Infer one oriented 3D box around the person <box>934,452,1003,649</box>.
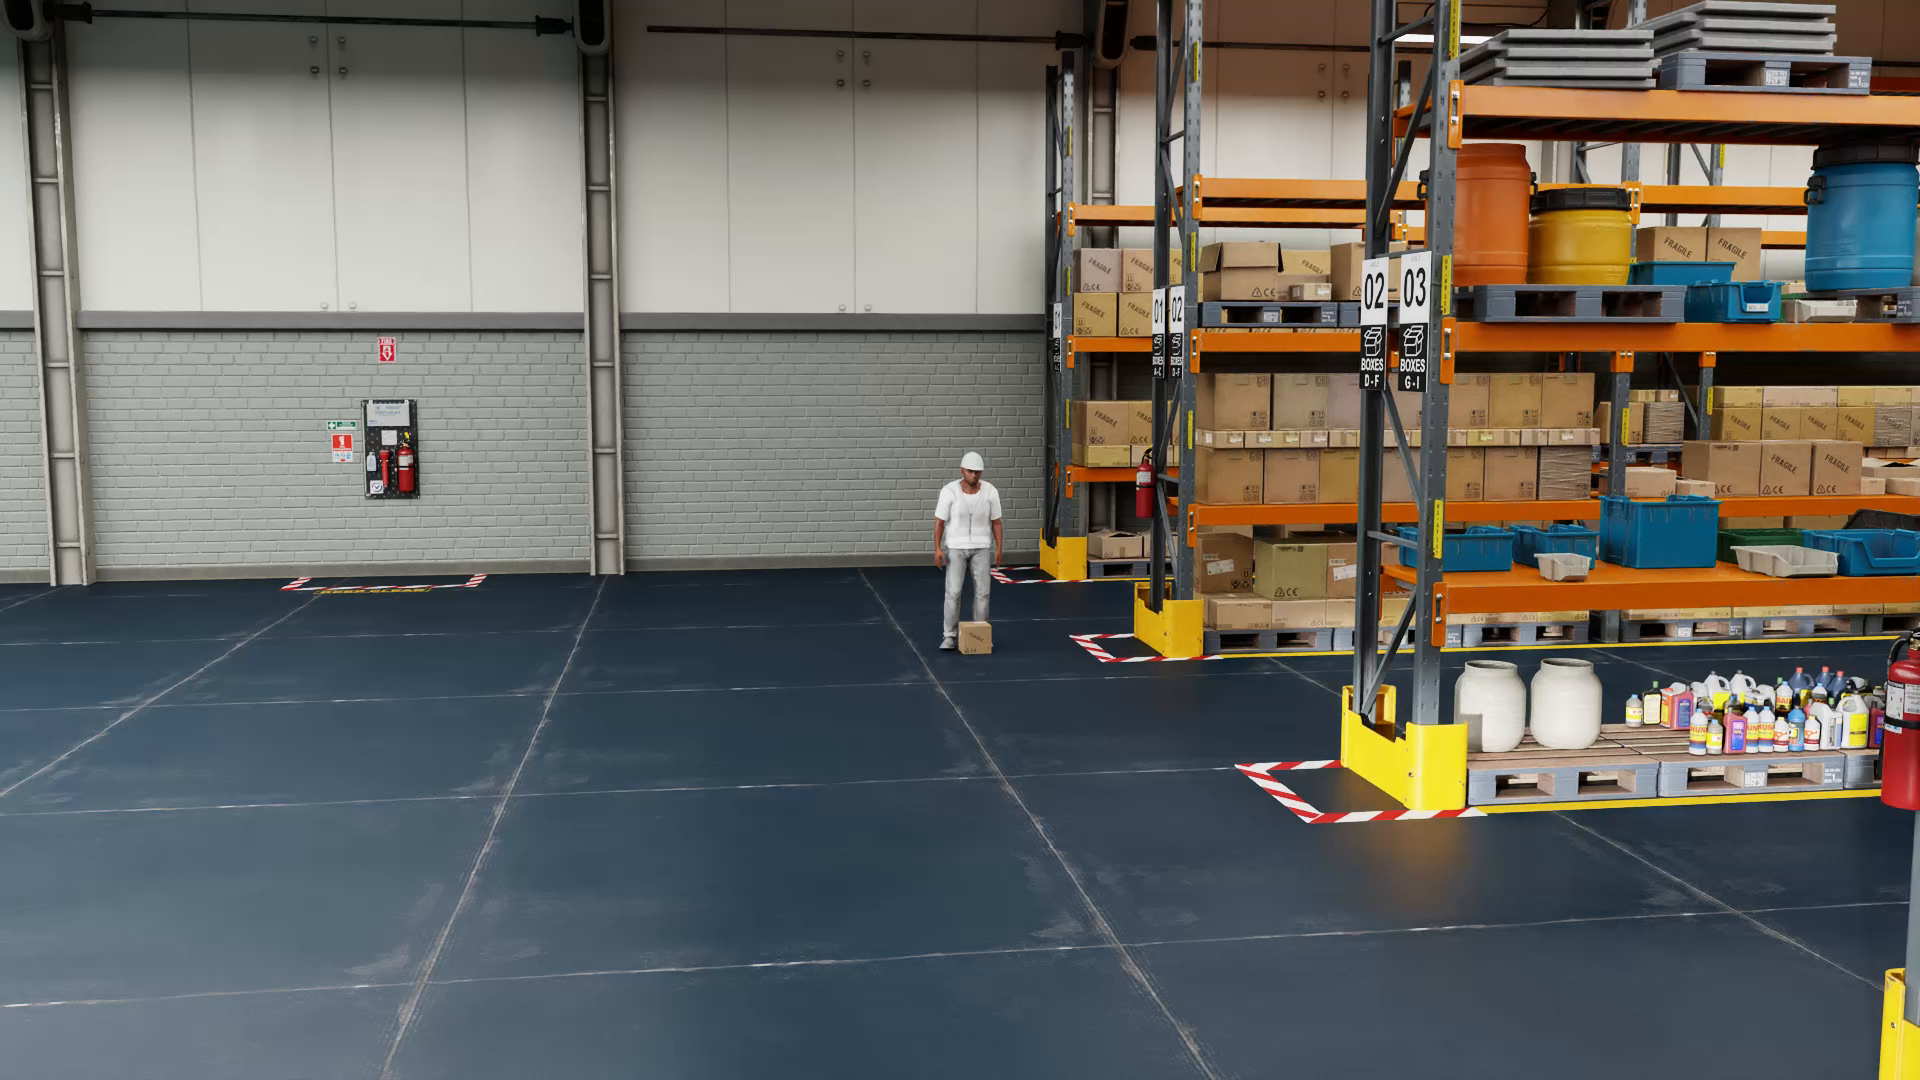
[{"bbox_3d":[0.079,0.090,14.839,0.628,1.760,0.459,-1,7,-8],"label":"person"}]
